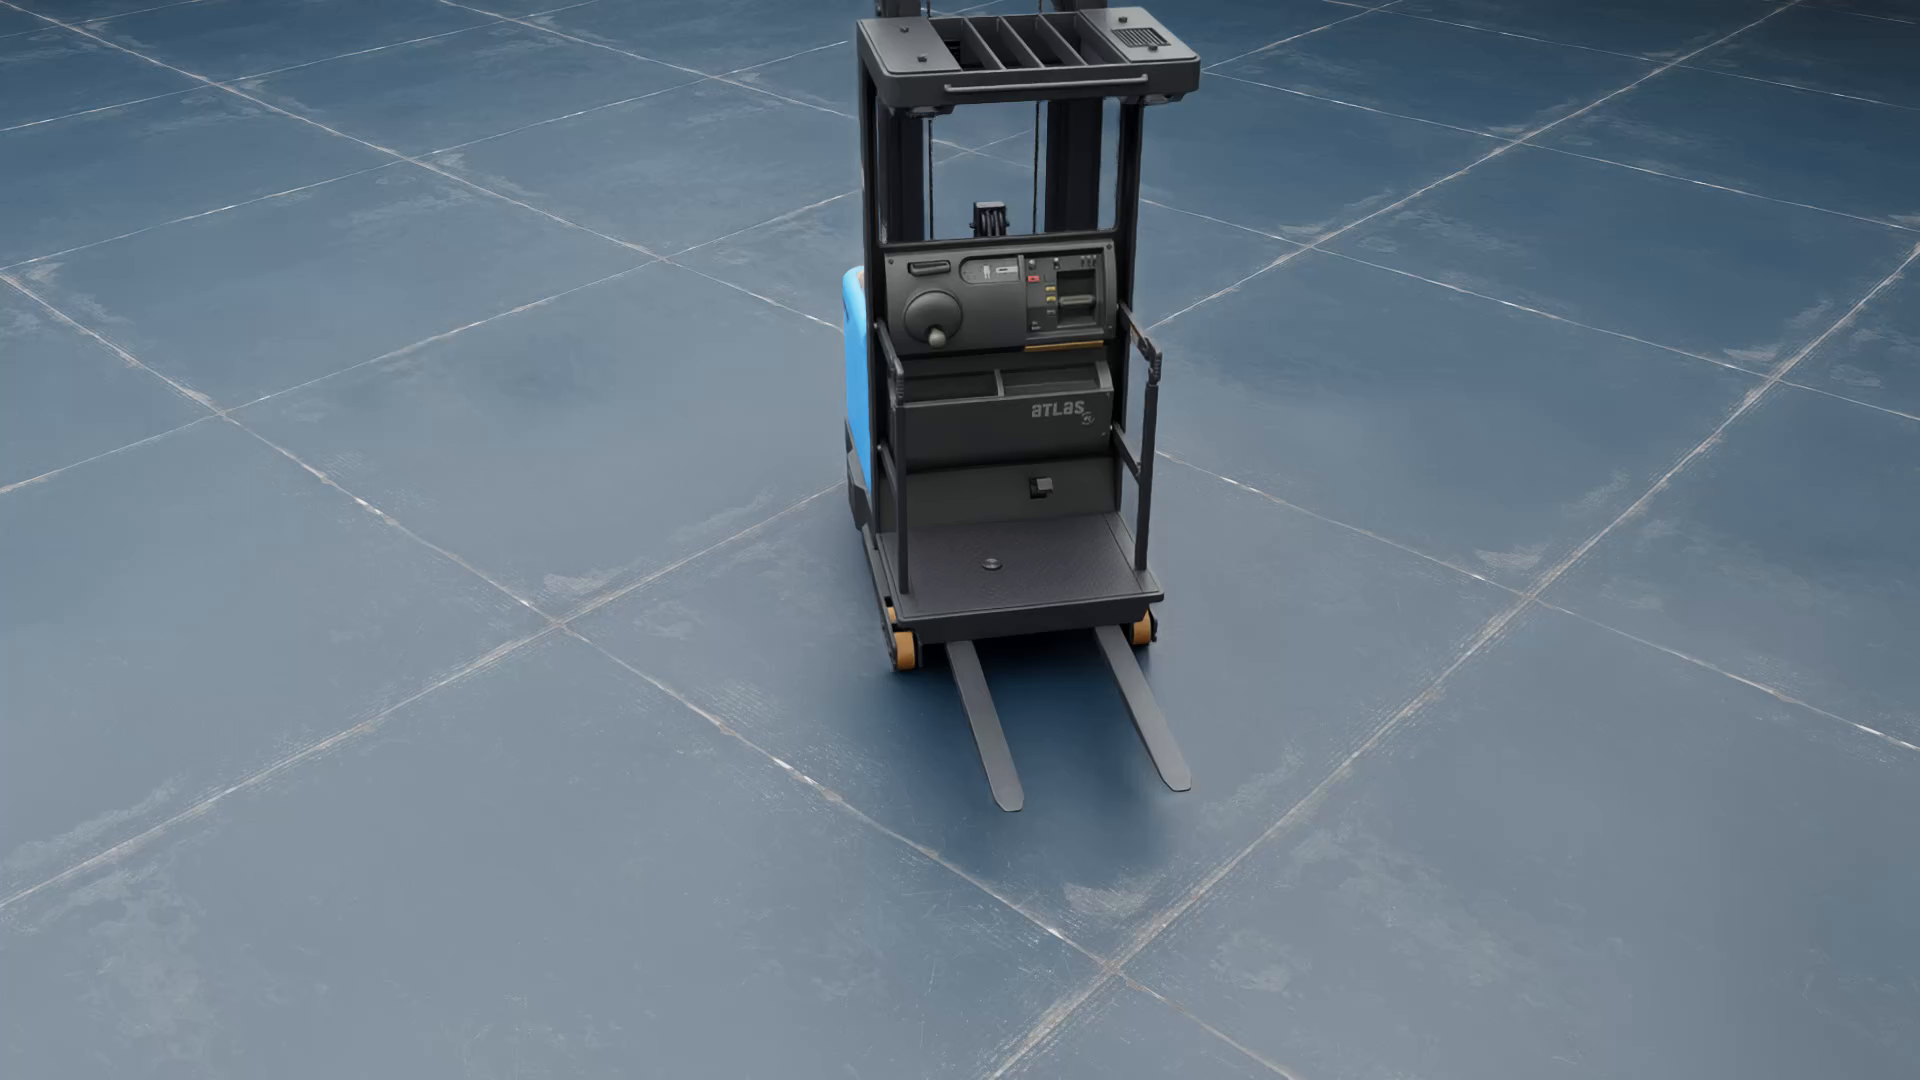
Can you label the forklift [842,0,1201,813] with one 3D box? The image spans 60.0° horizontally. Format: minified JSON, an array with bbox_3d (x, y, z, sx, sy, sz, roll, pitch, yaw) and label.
[{"bbox_3d":[0.208,-0.923,6.441,1.130,2.935,3.031,-5,31,-9],"label":"forklift"}]
